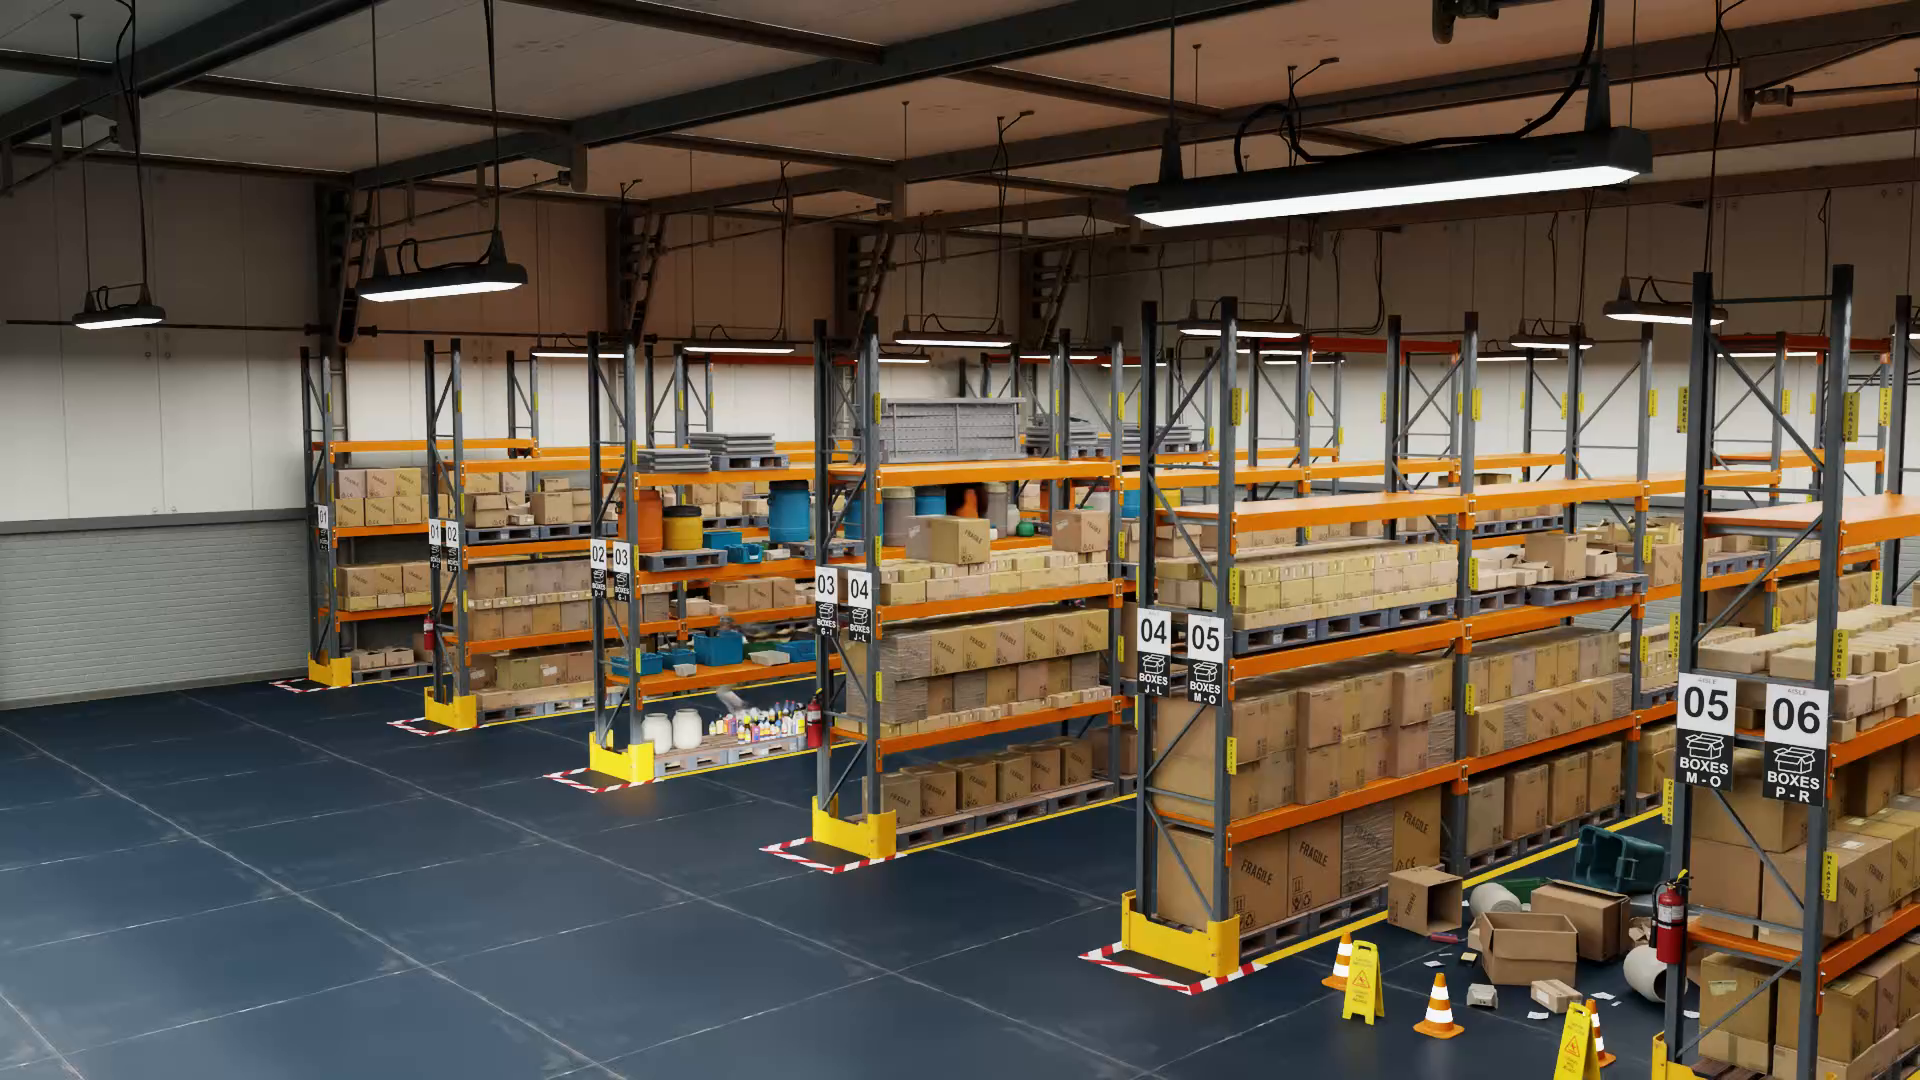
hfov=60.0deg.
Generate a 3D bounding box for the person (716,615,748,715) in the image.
[{"bbox_3d":[-3.649,2.017,25.938,0.646,1.729,0.671,4,7,41],"label":"person"}]

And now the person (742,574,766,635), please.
[{"bbox_3d":[-4.194,1.406,33.525,0.616,1.653,0.554,5,7,43],"label":"person"}]
